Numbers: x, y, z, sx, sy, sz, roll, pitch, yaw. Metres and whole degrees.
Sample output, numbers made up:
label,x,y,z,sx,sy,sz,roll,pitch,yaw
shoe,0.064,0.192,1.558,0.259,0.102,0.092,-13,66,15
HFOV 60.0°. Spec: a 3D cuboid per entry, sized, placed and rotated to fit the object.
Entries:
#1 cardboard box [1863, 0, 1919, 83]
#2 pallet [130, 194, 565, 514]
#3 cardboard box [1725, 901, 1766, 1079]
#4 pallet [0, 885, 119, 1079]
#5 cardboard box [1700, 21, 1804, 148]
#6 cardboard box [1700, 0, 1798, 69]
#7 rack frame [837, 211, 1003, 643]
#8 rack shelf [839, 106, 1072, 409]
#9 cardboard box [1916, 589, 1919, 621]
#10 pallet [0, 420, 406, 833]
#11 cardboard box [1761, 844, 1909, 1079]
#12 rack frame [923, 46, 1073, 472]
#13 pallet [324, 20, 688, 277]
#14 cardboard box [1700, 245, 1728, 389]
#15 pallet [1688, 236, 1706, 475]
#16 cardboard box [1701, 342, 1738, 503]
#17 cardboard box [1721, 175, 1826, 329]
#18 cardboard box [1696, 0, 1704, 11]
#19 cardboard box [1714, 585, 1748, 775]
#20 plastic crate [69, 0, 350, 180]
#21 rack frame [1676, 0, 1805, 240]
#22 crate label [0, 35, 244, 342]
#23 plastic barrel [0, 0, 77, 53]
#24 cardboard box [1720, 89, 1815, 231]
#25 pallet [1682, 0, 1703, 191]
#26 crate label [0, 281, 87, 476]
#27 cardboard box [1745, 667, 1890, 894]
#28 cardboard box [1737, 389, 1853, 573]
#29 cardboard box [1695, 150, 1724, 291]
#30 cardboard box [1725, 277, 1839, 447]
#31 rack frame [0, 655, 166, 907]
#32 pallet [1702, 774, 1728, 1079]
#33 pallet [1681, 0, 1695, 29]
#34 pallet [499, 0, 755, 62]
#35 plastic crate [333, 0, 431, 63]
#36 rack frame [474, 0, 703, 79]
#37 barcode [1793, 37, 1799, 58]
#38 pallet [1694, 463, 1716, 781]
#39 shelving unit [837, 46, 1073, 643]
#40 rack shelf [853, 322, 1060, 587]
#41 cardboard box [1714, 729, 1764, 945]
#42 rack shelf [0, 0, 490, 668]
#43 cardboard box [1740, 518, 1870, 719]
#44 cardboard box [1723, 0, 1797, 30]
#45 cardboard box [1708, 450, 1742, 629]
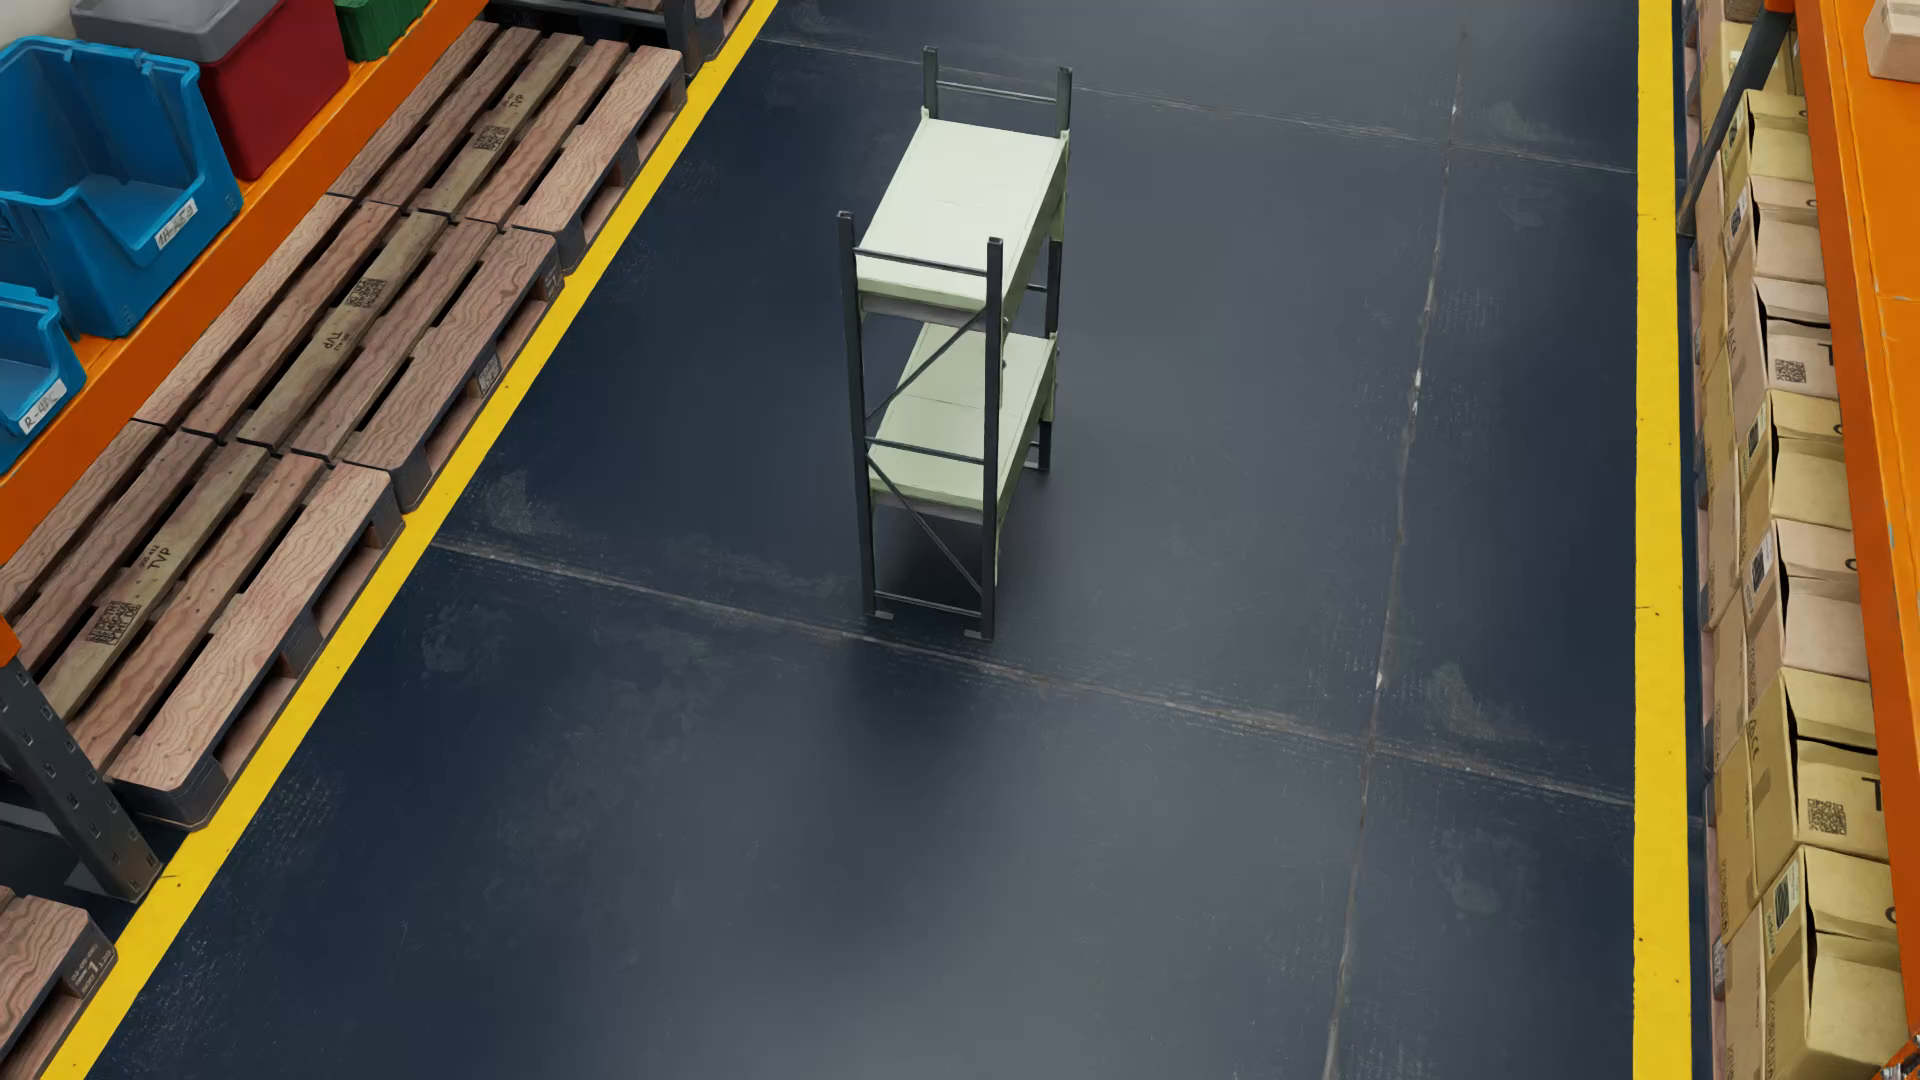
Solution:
label,x,y,z,sx,sy,sz,roll,pitch,yaw
cardboard box,2.763,-1.398,4.650,0.380,0.149,0.250,12,50,10
pallet,-2.072,-0.678,5.707,1.003,0.211,1.213,12,50,10
cardboard box,2.044,1.154,3.785,0.500,0.250,0.500,13,50,11
pallet,-2.804,1.333,3.933,1.003,0.211,1.213,12,50,10
cardboard box,3.105,-1.689,6.294,0.500,0.250,0.500,12,50,10
cardboard box,3.246,-2.049,6.611,0.500,0.250,0.500,12,50,10
rack frame,-0.095,-0.236,4.458,0.400,1.500,0.023,12,50,10
rack shelf,0.002,-0.759,4.399,0.431,0.370,0.720,12,50,10
cardboard box,2.111,0.190,3.249,0.380,0.149,0.250,12,50,10
pallet,-2.395,0.202,4.931,1.003,0.211,1.213,12,50,10
cardboard box,2.041,0.970,3.573,0.500,0.311,0.500,13,50,11
rack frame,0.098,-0.766,4.926,0.400,1.500,0.023,12,50,10
pallet,-1.753,-1.563,6.489,1.003,0.211,1.213,12,50,10
cardboard box,2.713,-0.698,5.419,0.500,0.250,0.500,13,50,11
pallet,3.038,-0.618,5.655,1.003,0.211,1.213,12,50,10
cardboard box,2.579,-0.323,5.088,0.500,0.250,0.500,10,49,9
cardboard box,2.708,-0.885,5.210,0.500,0.311,0.500,11,49,10
cardboard box,3.364,-2.413,6.933,0.500,0.250,0.500,12,50,10
cardboard box,2.312,0.418,4.435,0.500,0.250,0.500,13,50,11
plastic crate,-1.916,-1.298,4.352,0.402,0.464,0.583,12,50,10
rack frame,3.194,-2.081,5.086,1.000,3.000,0.127,12,50,10
crate label,-2.114,-0.845,3.972,0.502,0.435,0.616,12,50,10
plastic barrel,-2.461,-1.296,4.319,0.421,0.512,0.421,0,49,0
cardboard box,2.845,-1.246,5.529,0.500,0.311,0.500,12,50,10
pallet,3.444,-1.726,6.632,1.003,0.211,1.213,12,50,10
crate label,-2.164,-0.344,3.664,0.303,0.233,0.416,12,50,10
cardboard box,2.172,0.593,3.906,0.500,0.311,0.500,11,49,9
cardboard box,2.441,-0.134,4.547,0.500,0.311,0.500,13,50,11
cardboard box,2.849,-1.068,5.745,0.500,0.250,0.500,10,49,9
cardboard box,2.573,-0.511,4.880,0.500,0.311,0.500,10,49,9
rack frame,-2.637,-0.168,3.398,1.000,3.000,0.127,12,50,10
pallet,2.395,1.147,4.097,1.003,0.211,1.213,12,50,10
pallet,3.763,-2.611,7.413,1.003,0.211,1.213,12,50,10
pallet,-1.367,-2.616,7.418,1.003,0.211,1.213,12,50,10
plastic crate,-1.770,-1.676,4.870,0.450,0.188,0.662,12,50,10
rack frame,-1.584,-3.061,5.951,1.000,3.000,0.127,12,50,10
barcode,2.725,-1.615,5.408,0.001,0.075,0.075,12,50,10
pallet,2.718,0.267,4.873,1.003,0.211,1.213,12,50,10
shelving unit,0.002,-0.501,4.692,0.431,1.500,0.755,12,50,10
rack shelf,0.002,-0.285,4.936,0.431,0.370,0.720,12,50,10
cardboard box,2.176,0.781,4.114,0.500,0.250,0.500,11,49,10
rack shelf,-2.110,-1.377,4.944,1.077,0.370,4.000,12,50,10
cardboard box,2.307,0.228,4.228,0.500,0.311,0.500,11,50,10
cardboard box,3.248,-2.296,6.330,0.500,0.500,0.500,12,50,10
cardboard box,2.444,0.045,4.764,0.500,0.250,0.500,12,50,11
